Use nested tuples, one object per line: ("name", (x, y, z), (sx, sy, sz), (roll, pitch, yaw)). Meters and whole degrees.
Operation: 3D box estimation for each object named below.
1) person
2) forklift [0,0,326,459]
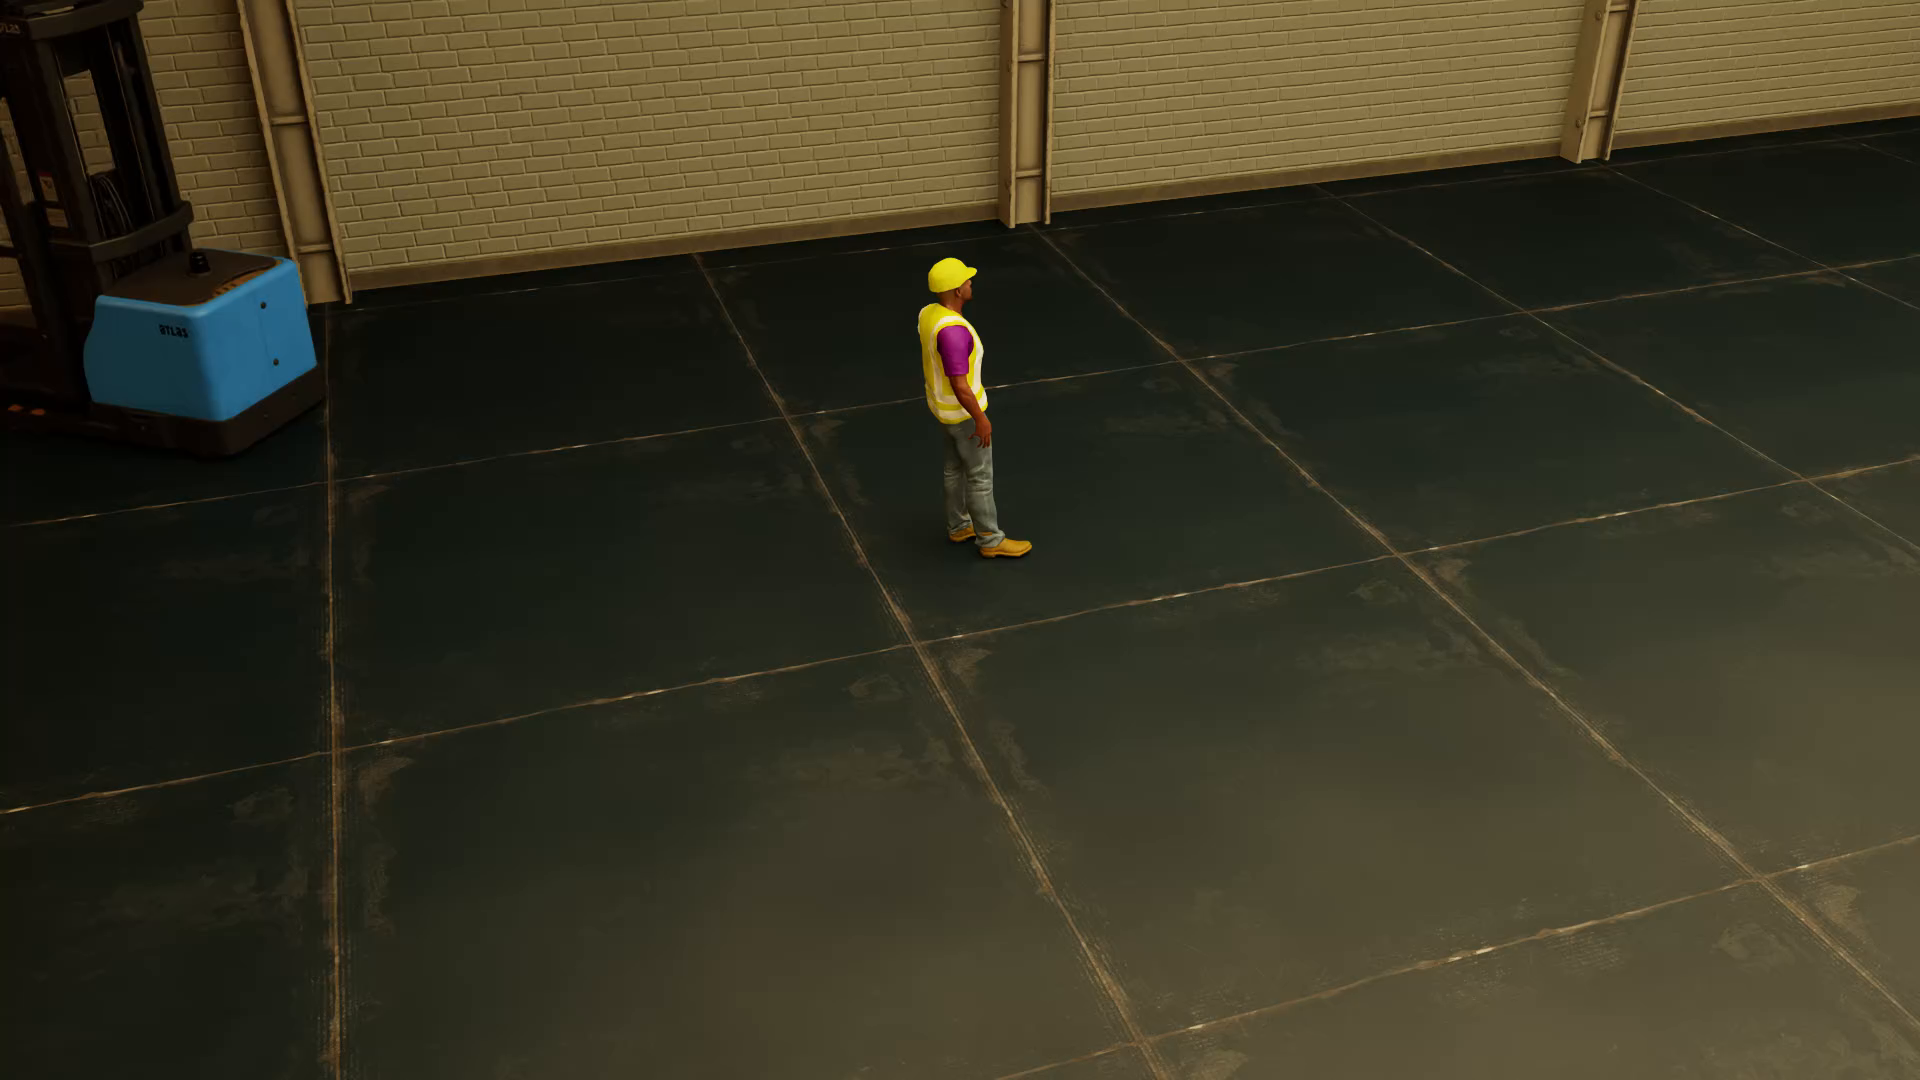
("person", (0.068, -0.780, 9.596), (0.577, 1.765, 0.665), (-10, 31, -16))
("forklift", (-6.008, -2.229, 10.961), (3.031, 2.935, 1.130), (9, 31, 16))
